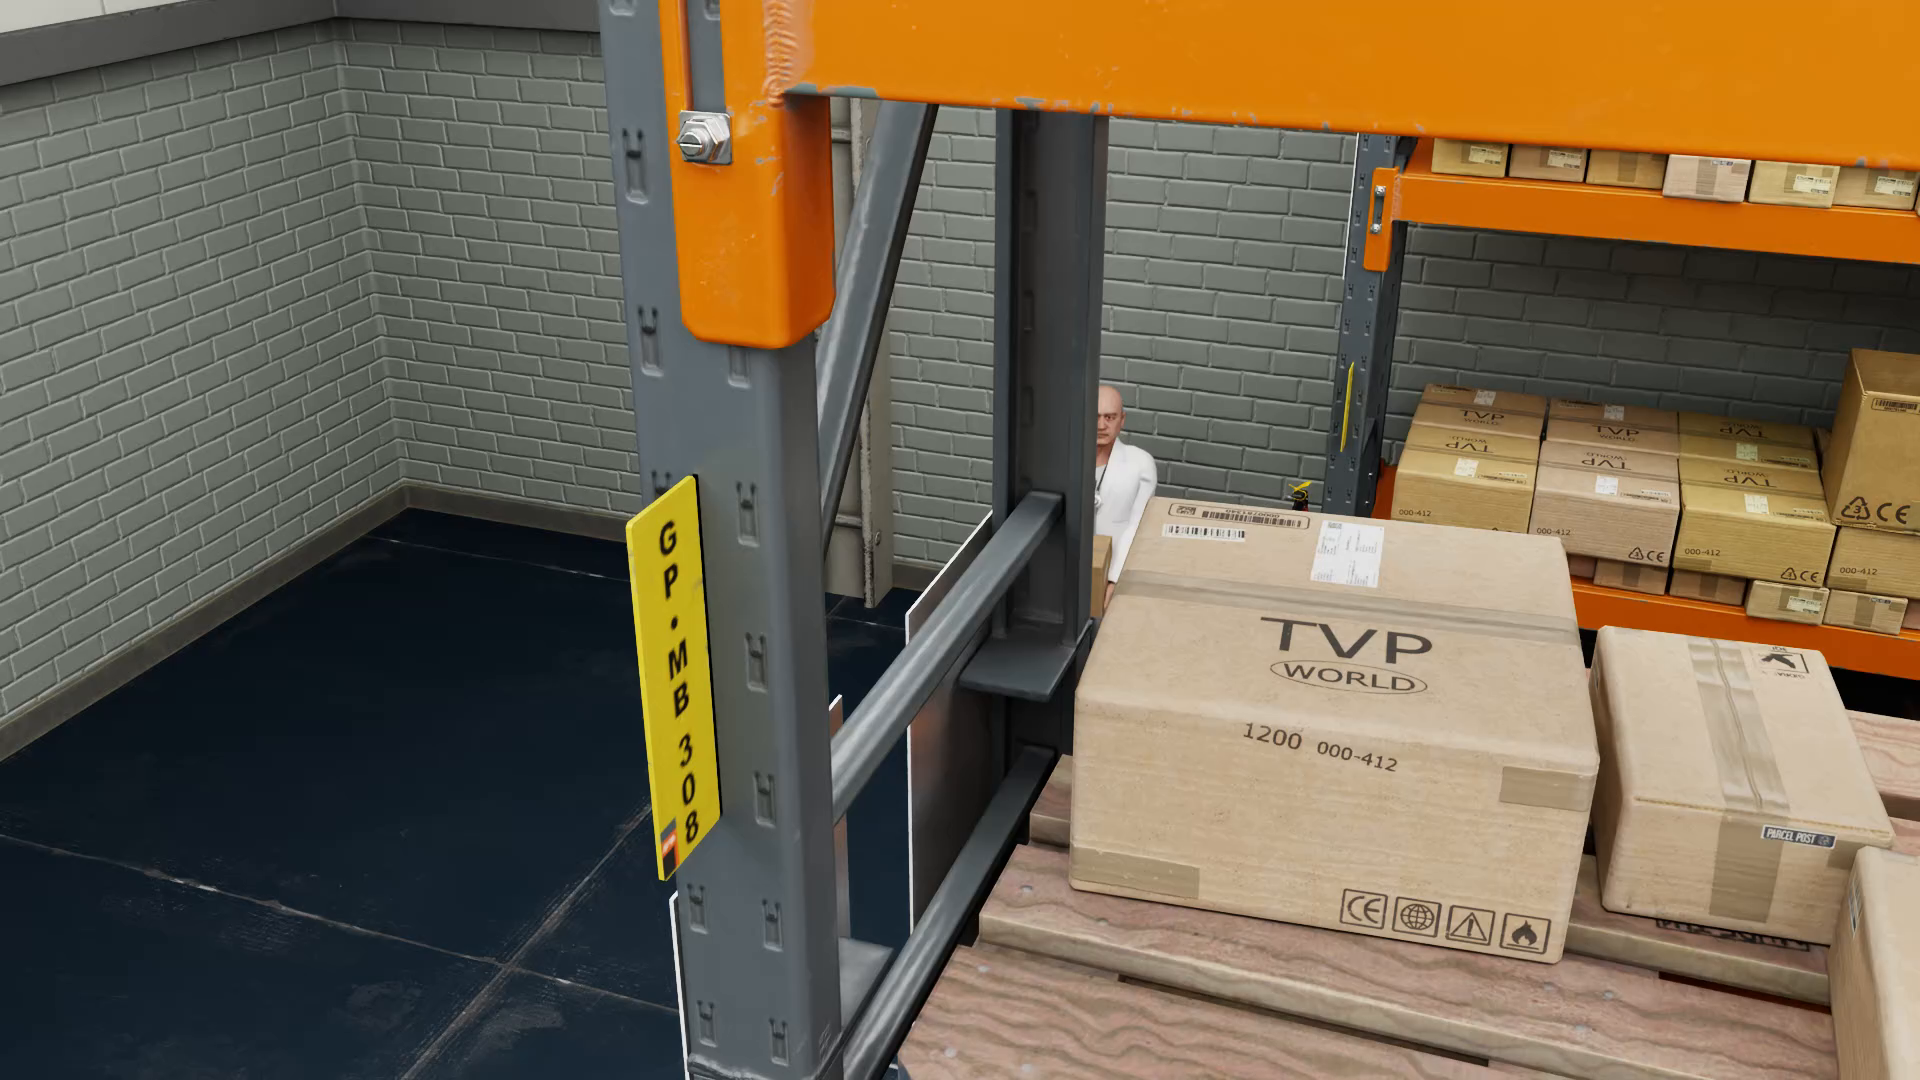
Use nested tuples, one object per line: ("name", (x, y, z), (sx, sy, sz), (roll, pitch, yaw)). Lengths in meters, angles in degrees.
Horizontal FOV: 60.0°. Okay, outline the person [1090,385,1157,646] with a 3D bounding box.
("person", (0.542, 0.232, 7.144), (0.527, 1.769, 0.554), (6, 26, 12))
